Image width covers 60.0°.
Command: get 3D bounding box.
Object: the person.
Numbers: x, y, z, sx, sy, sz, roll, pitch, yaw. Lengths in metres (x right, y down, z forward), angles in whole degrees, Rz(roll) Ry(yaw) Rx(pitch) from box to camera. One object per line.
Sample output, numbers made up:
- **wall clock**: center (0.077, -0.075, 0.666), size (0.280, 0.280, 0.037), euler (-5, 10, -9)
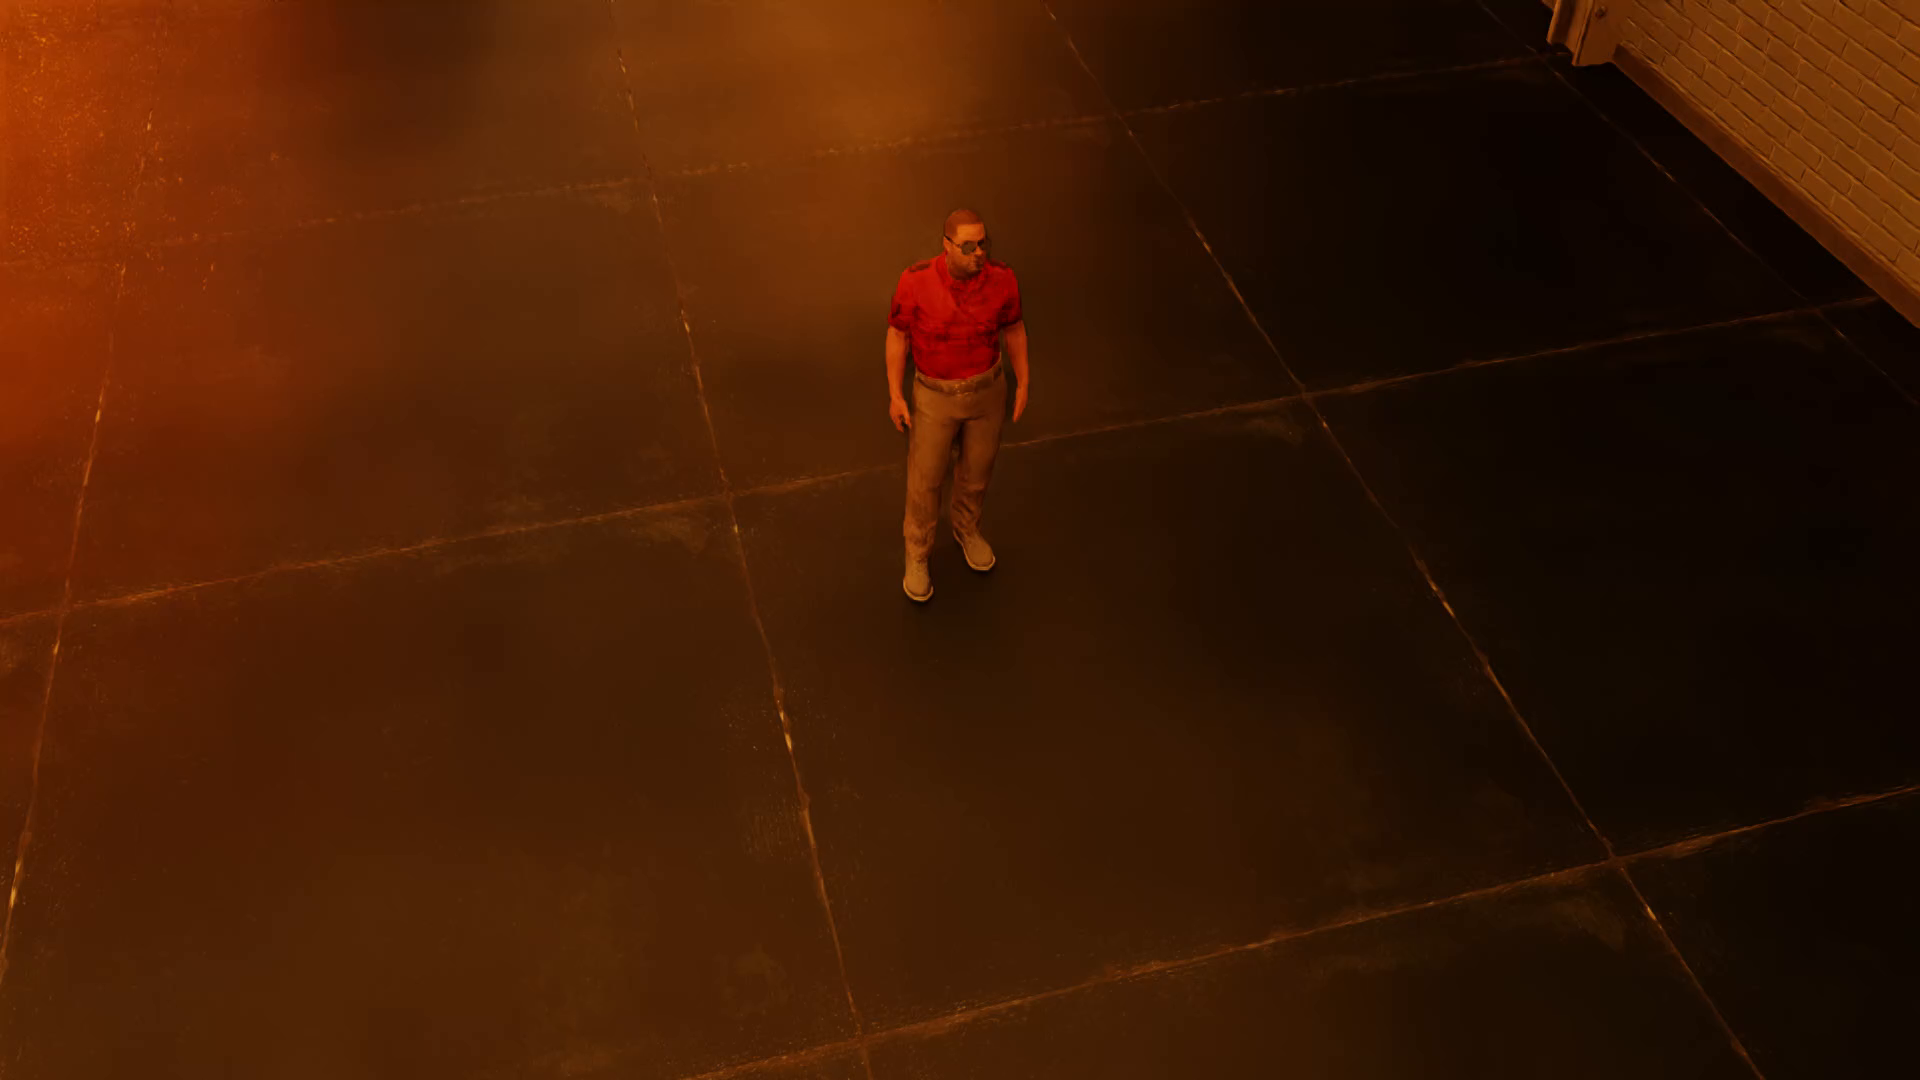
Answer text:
- **person**: center (0.011, -0.572, 7.115), size (0.640, 1.726, 0.550), euler (-10, 44, -11)
